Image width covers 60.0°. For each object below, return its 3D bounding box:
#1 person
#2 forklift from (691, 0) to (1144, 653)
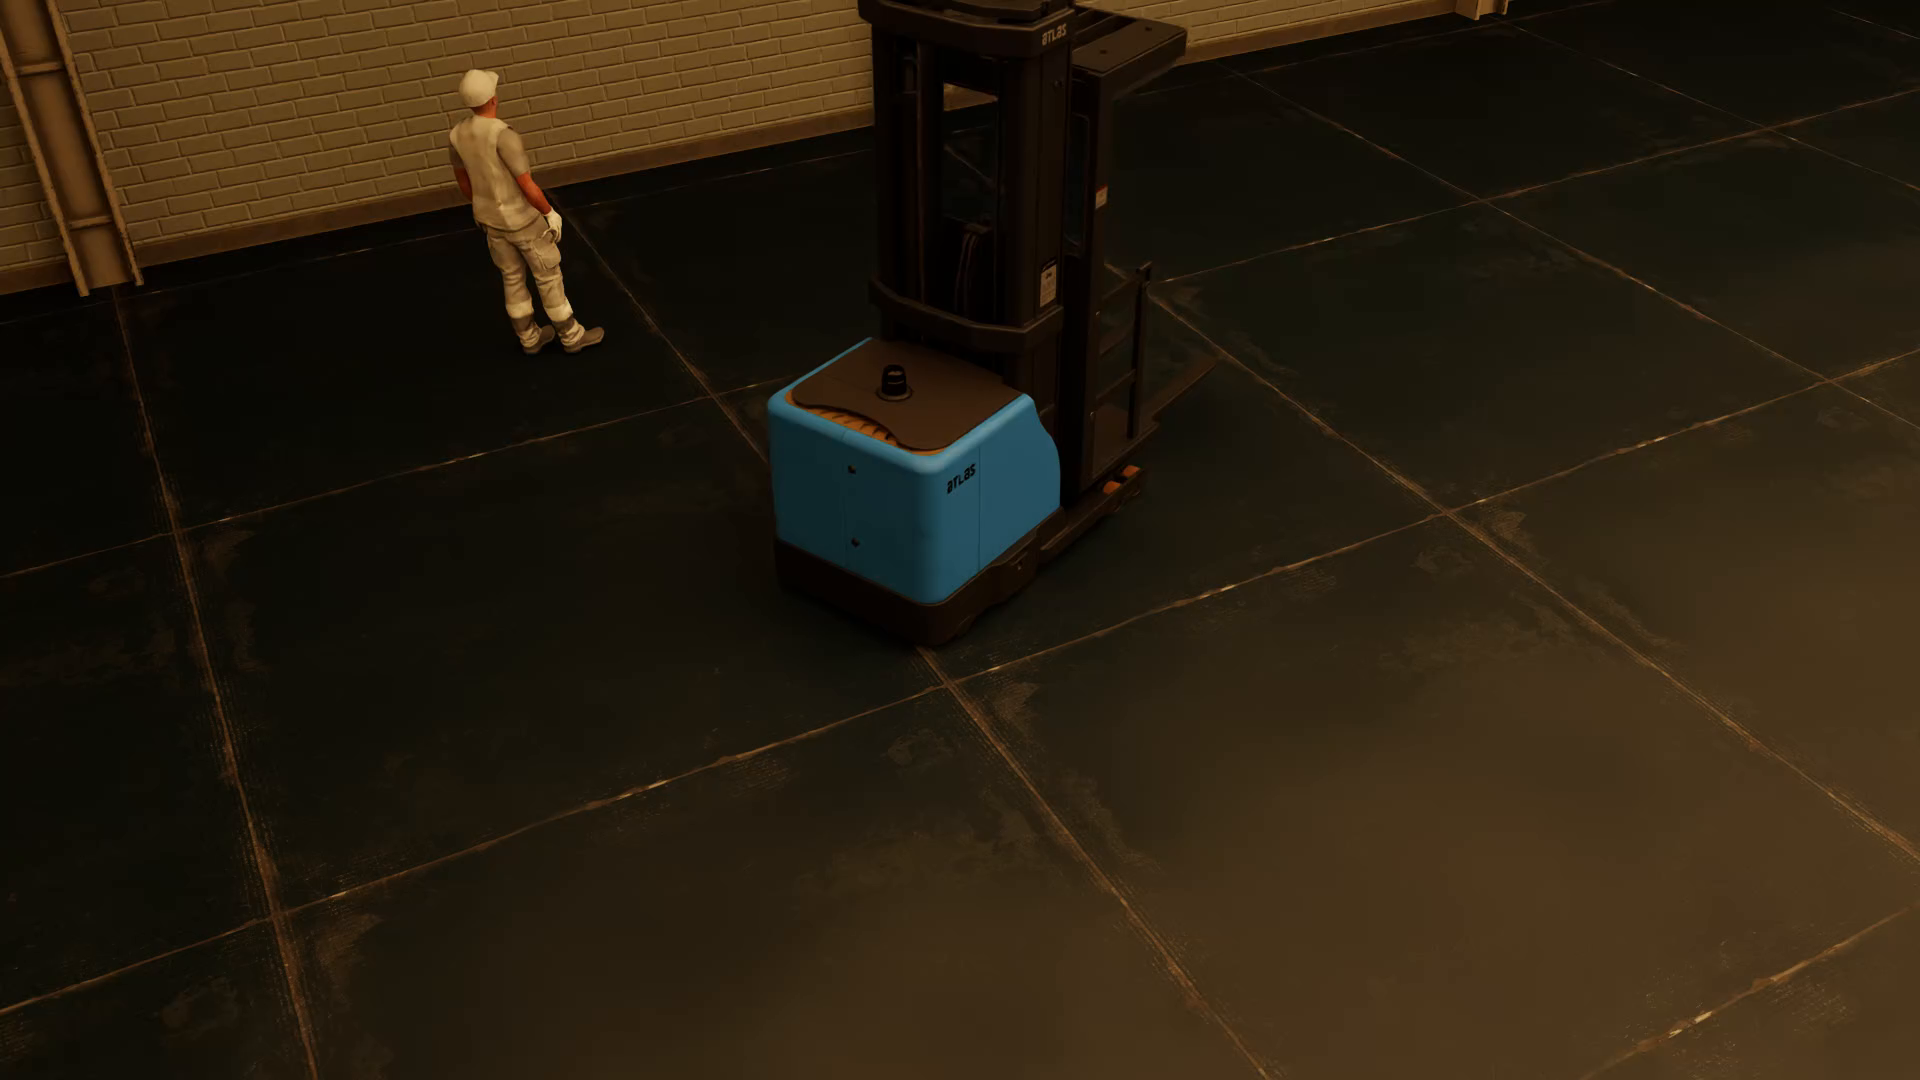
[{"bbox_3d":[-2.516,-1.935,9.863,0.636,1.779,0.652,-13,37,-18],"label":"person"},{"bbox_3d":[-0.409,-1.466,8.197,1.130,2.935,3.031,-23,41,-29],"label":"forklift"}]
